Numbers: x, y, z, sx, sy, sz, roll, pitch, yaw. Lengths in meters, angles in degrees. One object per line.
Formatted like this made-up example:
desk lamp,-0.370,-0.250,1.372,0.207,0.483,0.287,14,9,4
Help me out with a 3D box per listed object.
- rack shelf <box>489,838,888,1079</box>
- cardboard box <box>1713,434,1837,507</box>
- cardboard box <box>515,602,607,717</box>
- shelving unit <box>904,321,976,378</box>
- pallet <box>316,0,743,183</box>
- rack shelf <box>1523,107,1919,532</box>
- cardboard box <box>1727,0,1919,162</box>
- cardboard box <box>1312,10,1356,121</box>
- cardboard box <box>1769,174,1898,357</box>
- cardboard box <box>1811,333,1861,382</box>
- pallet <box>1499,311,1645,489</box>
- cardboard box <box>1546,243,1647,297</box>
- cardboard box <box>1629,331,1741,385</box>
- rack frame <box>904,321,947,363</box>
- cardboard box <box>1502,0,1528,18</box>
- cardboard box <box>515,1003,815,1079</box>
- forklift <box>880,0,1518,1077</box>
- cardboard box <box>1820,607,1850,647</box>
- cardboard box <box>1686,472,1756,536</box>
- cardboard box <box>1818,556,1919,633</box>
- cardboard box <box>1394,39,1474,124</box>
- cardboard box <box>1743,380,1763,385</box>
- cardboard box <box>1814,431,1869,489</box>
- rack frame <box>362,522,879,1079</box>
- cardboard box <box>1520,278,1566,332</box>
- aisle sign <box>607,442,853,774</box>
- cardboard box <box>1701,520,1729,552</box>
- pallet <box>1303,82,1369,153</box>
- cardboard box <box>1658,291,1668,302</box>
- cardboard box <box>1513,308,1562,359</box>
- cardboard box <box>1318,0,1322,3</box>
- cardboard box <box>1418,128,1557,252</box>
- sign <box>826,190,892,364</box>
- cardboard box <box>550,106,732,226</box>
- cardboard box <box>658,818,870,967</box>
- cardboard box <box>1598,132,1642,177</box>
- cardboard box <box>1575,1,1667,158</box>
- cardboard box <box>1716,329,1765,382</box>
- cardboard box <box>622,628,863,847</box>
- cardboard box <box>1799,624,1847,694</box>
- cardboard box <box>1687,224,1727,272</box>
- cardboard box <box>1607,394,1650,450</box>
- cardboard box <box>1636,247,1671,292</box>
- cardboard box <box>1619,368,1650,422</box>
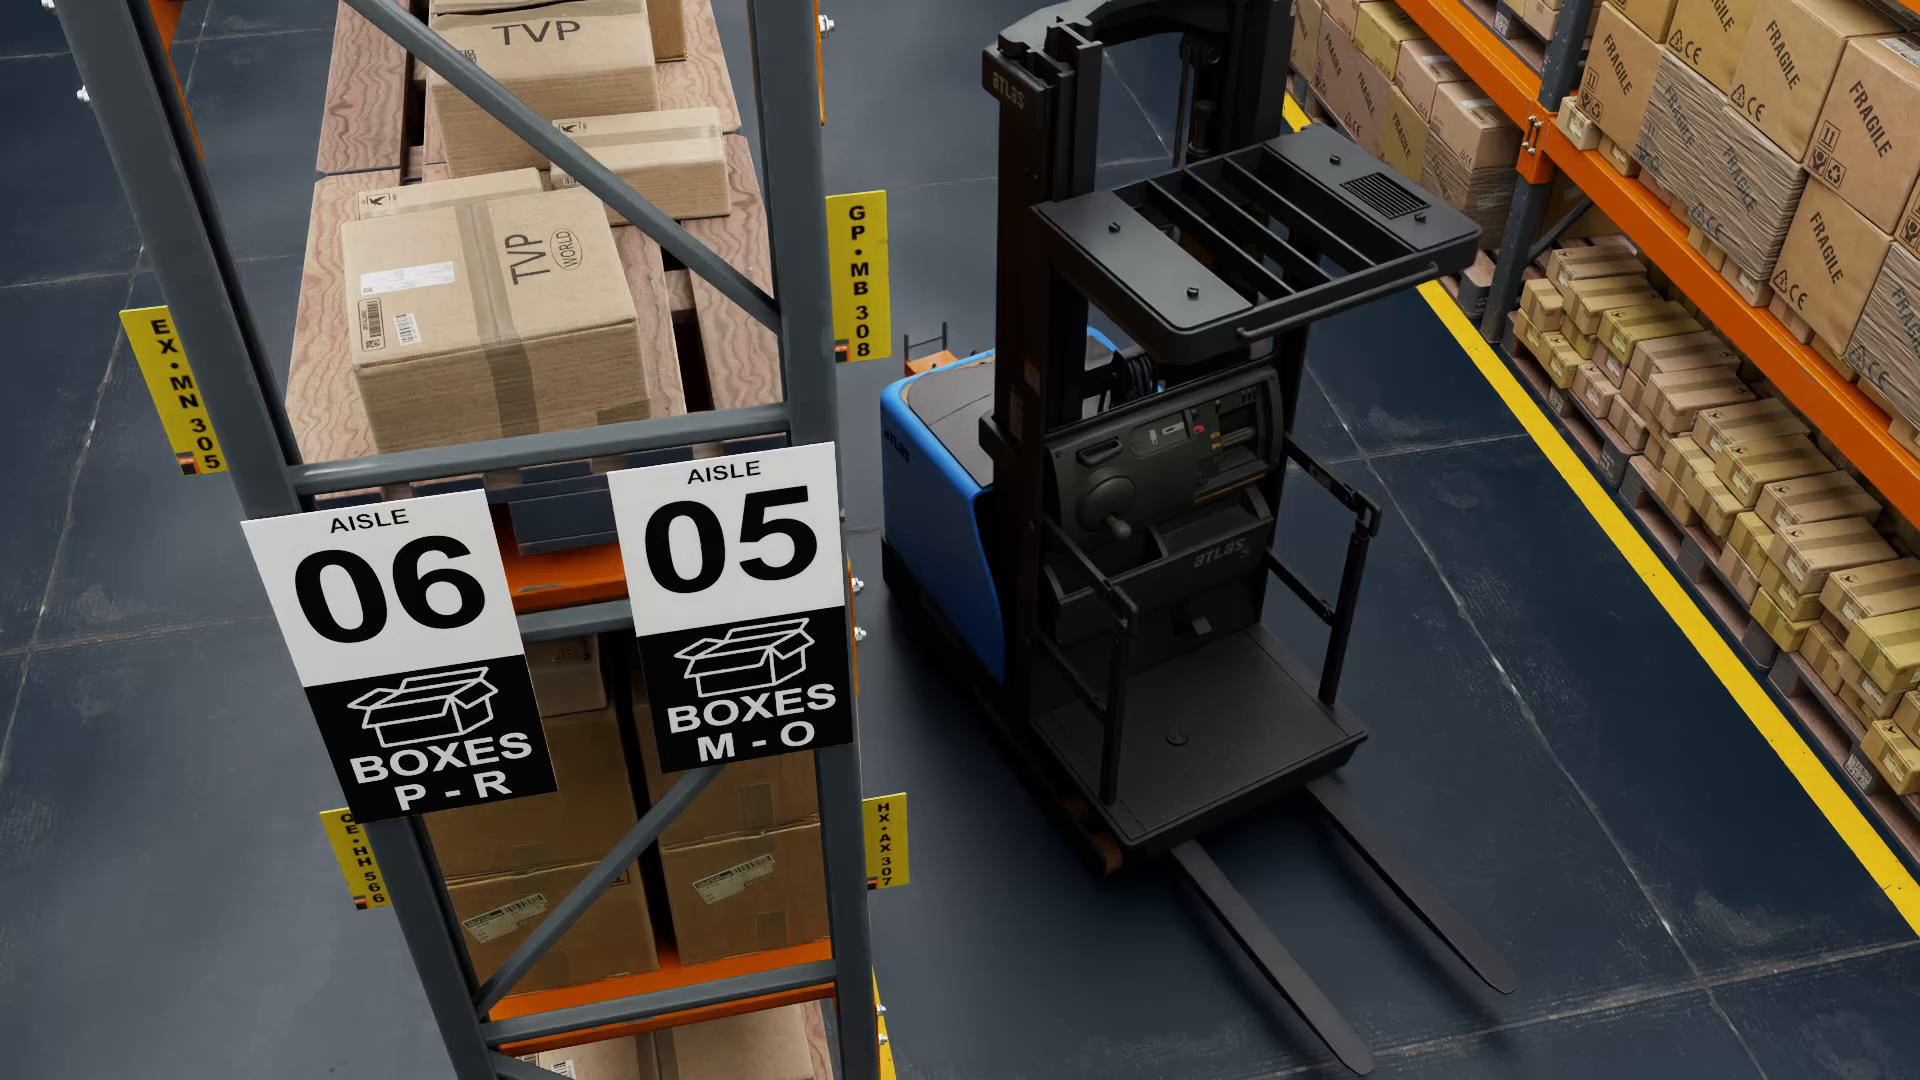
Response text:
rack shelf,-1.143,0.091,5.712,1.077,0.370,4.000,-8,42,-9
cardboard box,3.421,-0.293,6.985,0.380,0.149,0.250,-8,42,-9
cardboard box,-0.985,0.260,3.662,0.380,0.149,0.250,-8,42,-9
shelving unit,-0.085,-0.423,7.217,0.215,1.050,0.252,-20,45,-21
pallet,-1.149,-1.242,4.479,1.003,0.211,1.213,-8,42,-9
rack shelf,3.668,-0.684,6.584,1.077,0.370,4.000,-8,42,-9
cardboard box,3.301,-1.780,6.224,0.500,0.500,0.500,-8,42,-9
cardboard box,2.504,-2.912,10.119,0.500,0.500,0.500,-9,42,-10
cardboard box,3.429,-1.046,6.151,0.500,0.500,0.500,-6,42,-7
cardboard box,3.488,-0.751,6.307,0.380,0.149,0.250,-8,42,-9
pallet,3.416,-0.776,8.247,1.003,0.211,1.213,-8,42,-9
cardboard box,3.109,-1.310,8.131,0.380,0.149,0.250,-7,42,-8
cardboard box,3.291,-0.800,7.556,0.380,0.149,0.250,-9,42,-10
rack frame,-0.145,-0.493,7.297,0.200,1.050,0.008,-20,45,-21
cardboard box,2.901,-2.710,8.198,0.380,0.149,0.250,-8,42,-9
cardboard box,-0.952,1.506,5.189,0.875,0.438,0.875,-10,43,-11
forklift,0.825,-0.211,5.561,1.130,2.935,3.031,-20,46,-22
cardboard box,3.636,0.315,6.525,0.380,0.149,0.250,-9,42,-10
cardboard box,3.345,-0.174,7.075,0.380,0.149,0.250,-8,42,-9
cardboard box,3.566,0.226,6.401,0.380,0.149,0.250,-10,43,-11
cardboard box,2.731,-2.534,9.128,0.500,0.250,0.500,-6,42,-7
cardboard box,3.719,-0.771,7.748,0.380,0.149,0.250,-8,42,-9
cardboard box,3.867,-0.358,7.058,0.380,0.149,0.250,-8,42,-9
rack frame,-0.712,1.118,4.012,1.000,3.000,0.127,-8,42,-9
cardboard box,3.002,-1.171,8.198,0.380,0.149,0.250,-7,42,-7
aisle sign,-0.413,0.151,3.144,0.394,0.787,0.004,-8,42,-9
cardboard box,3.452,-0.064,7.175,0.380,0.149,0.250,-7,42,-8
pallet,2.800,-2.503,10.193,1.003,0.211,1.213,-8,42,-9
cardboard box,3.615,-1.293,8.336,0.380,0.149,0.250,-8,42,-8
cardboard box,3.001,-1.058,8.295,0.380,0.149,0.250,-10,43,-11
cardboard box,2.395,-3.534,10.256,0.500,0.250,0.500,-9,42,-10
cardboard box,2.831,-1.915,8.996,0.500,0.500,0.500,-9,42,-10
sign,-0.168,-0.436,2.785,0.100,0.325,0.005,-8,42,-9
cardboard box,-0.722,-0.842,3.759,0.380,0.149,0.250,-7,42,-8
cardboard box,-0.535,0.729,4.376,0.500,0.500,0.500,-9,42,-10
cardboard box,3.106,-1.768,7.453,0.380,0.149,0.250,-7,42,-8
cardboard box,3.097,-2.041,7.272,0.500,0.500,0.500,-9,42,-10
cardboard box,3.702,-0.870,7.635,0.380,0.149,0.250,-7,42,-8
cardboard box,-0.537,0.355,4.044,0.500,0.500,0.500,-9,42,-10
cardboard box,3.589,0.447,6.599,0.380,0.149,0.250,-8,42,-9
cardboard box,3.259,-1.253,6.873,0.380,0.149,0.250,-8,42,-8
cardboard box,3.267,-0.575,7.751,0.380,0.149,0.250,-9,42,-10
cardboard box,3.568,-1.369,8.198,0.380,0.149,0.250,-7,42,-8
cardboard box,3.288,-0.691,7.658,0.380,0.149,0.250,-10,43,-11
